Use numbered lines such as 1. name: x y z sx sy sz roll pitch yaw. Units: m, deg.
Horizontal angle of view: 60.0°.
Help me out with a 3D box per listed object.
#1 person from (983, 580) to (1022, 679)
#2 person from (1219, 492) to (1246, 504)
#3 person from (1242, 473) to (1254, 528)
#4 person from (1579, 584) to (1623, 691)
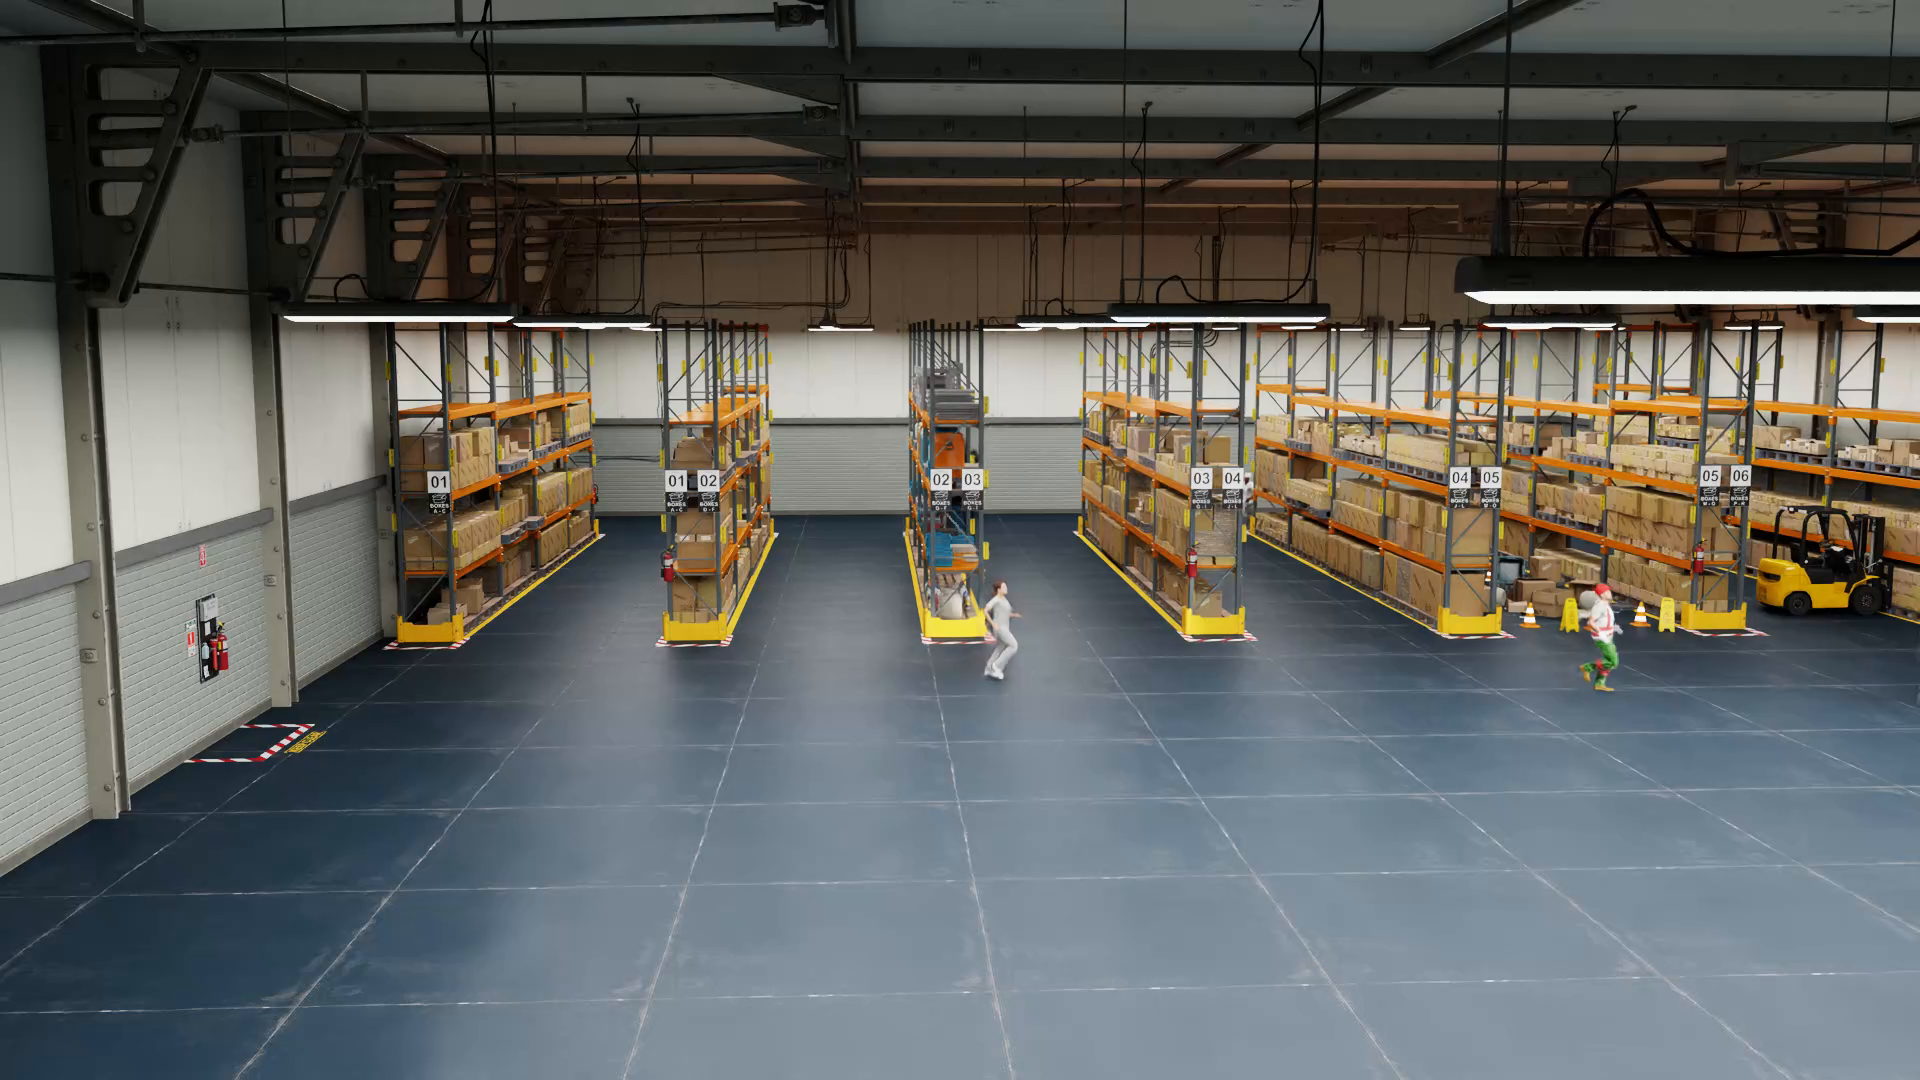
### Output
1. person: 0.711 1.492 27.606 0.643 1.629 0.537 2 7 16
2. person: 7.371 -0.713 44.971 0.676 1.847 0.861 -1 7 -6
3. person: 8.457 -1.162 49.035 0.592 1.676 0.730 -1 7 -10
4. person: 10.321 1.567 26.749 0.601 1.738 0.658 4 8 29
